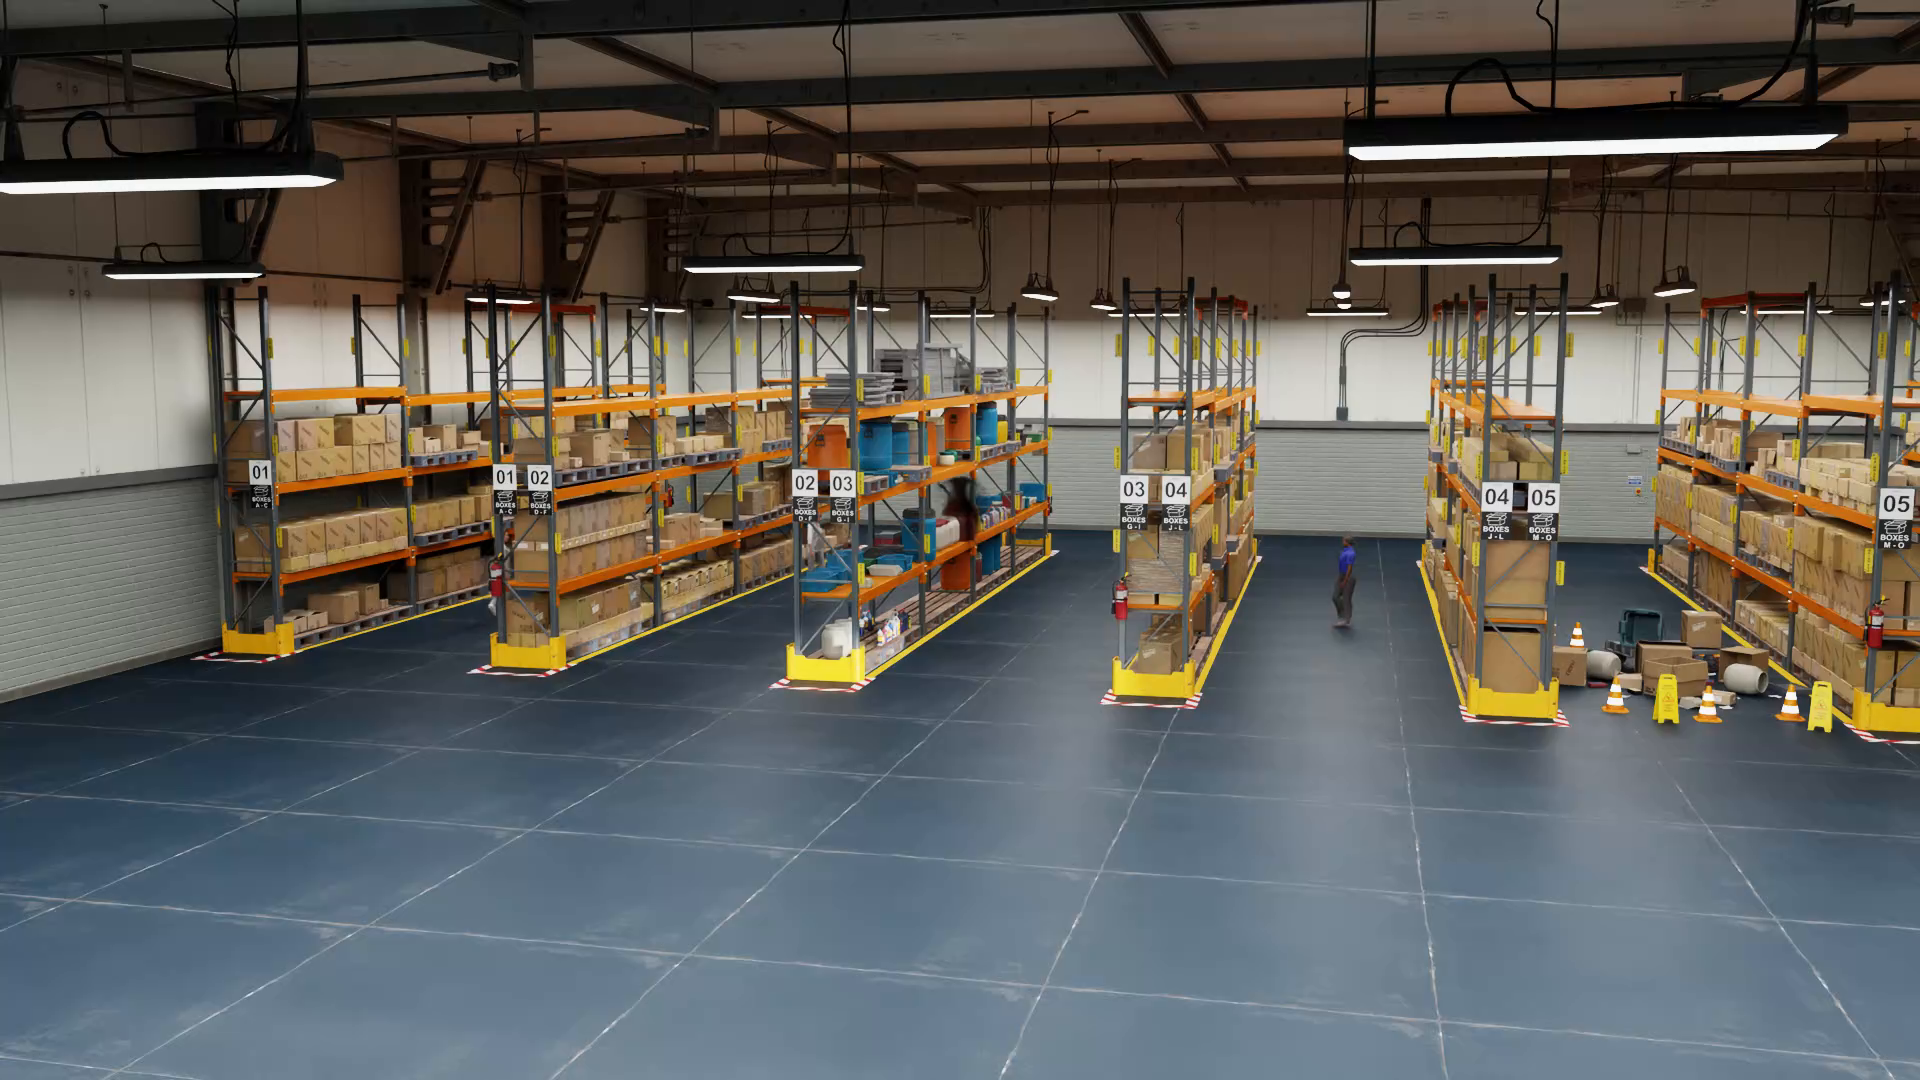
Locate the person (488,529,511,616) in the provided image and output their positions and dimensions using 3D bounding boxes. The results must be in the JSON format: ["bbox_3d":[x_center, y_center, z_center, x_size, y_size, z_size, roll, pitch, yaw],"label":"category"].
[{"bbox_3d":[-8.531,0.614,30.899,0.484,1.667,0.437,-6,9,-41],"label":"person"}]

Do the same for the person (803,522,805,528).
[{"bbox_3d":[-4.100,-0.787,42.836,0.403,1.806,0.652,4,8,33],"label":"person"}]

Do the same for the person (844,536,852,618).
[{"bbox_3d":[-2.023,0.736,30.244,0.455,1.610,0.577,-4,8,-33],"label":"person"}]

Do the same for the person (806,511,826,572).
[{"bbox_3d":[-2.790,0.235,32.176,0.535,1.600,0.440,6,9,41],"label":"person"}]

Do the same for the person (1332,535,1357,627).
[{"bbox_3d":[6.978,0.757,30.116,0.390,1.712,0.465,-2,7,-17],"label":"person"}]
